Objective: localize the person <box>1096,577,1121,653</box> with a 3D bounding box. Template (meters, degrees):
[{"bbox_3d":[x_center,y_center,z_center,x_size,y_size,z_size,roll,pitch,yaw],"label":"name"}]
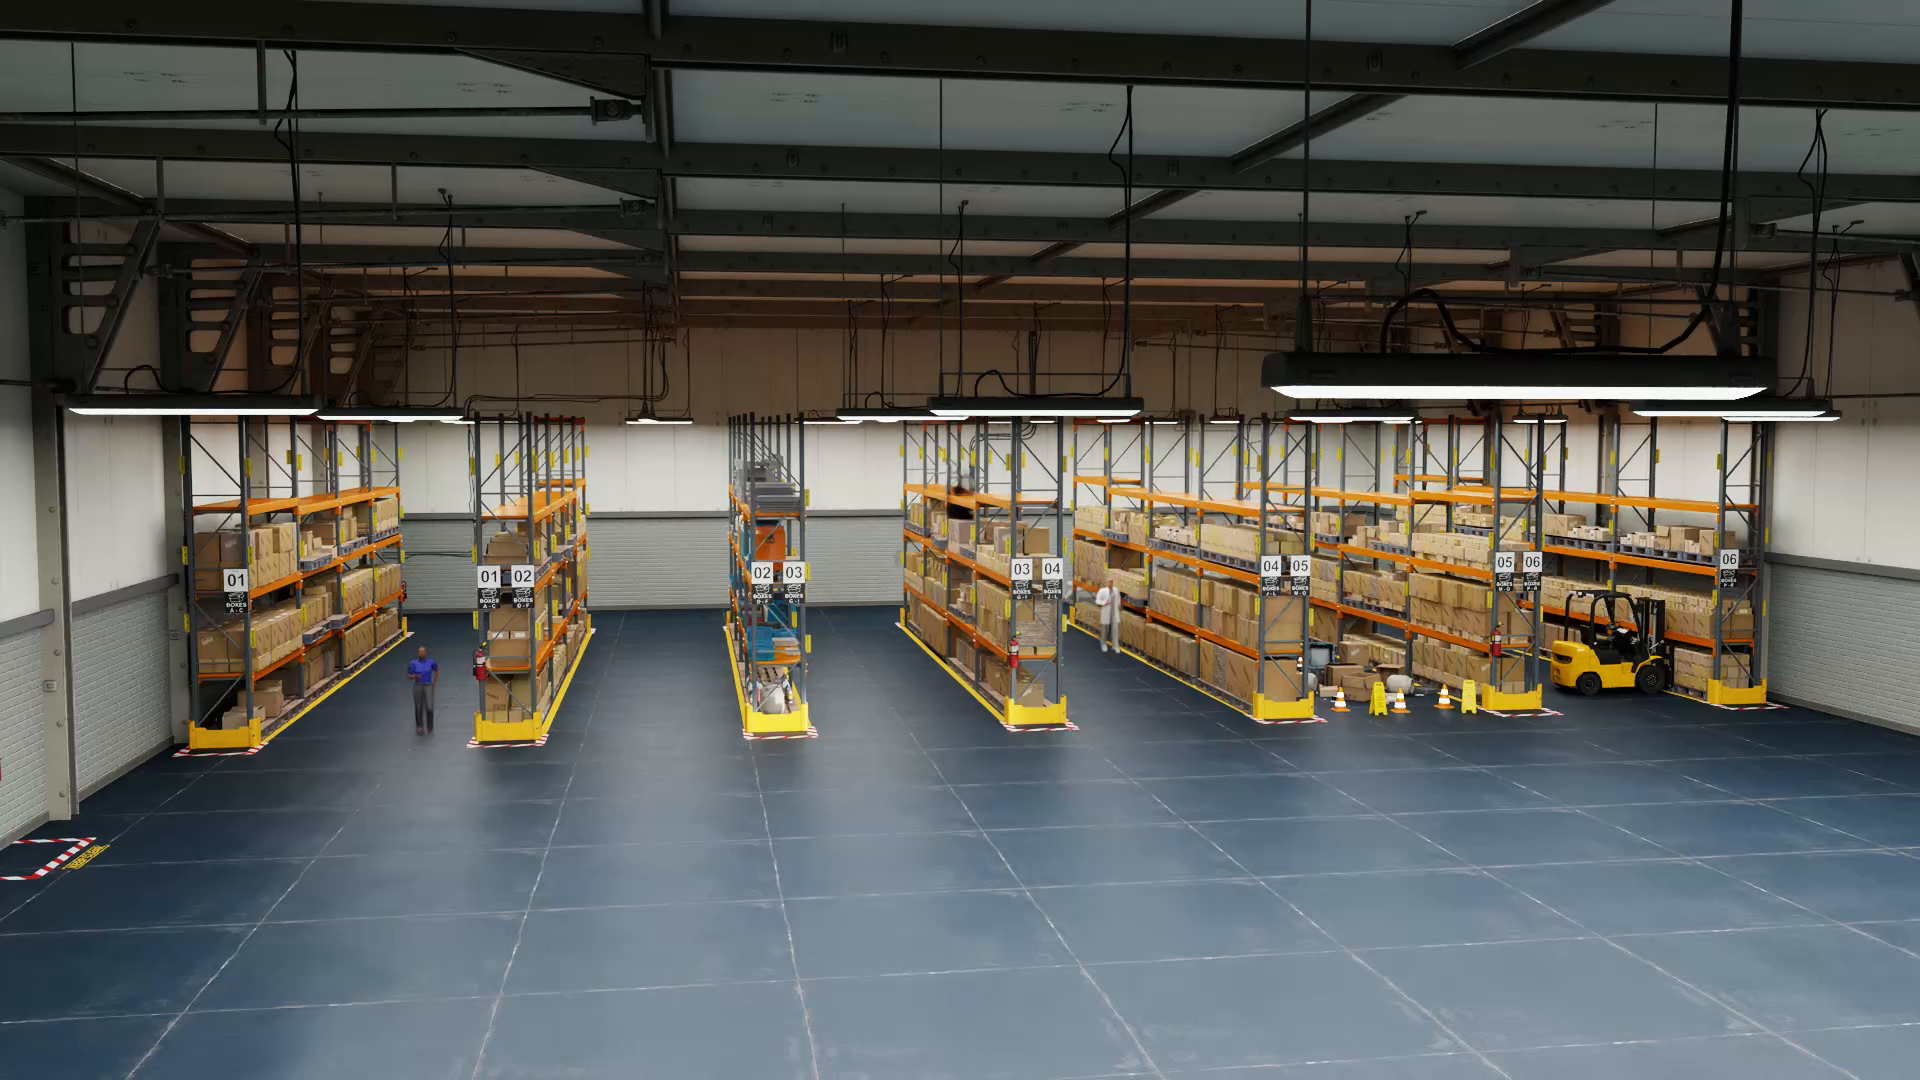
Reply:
[{"bbox_3d":[3.616,1.809,40.076,0.710,1.821,0.972,-1,4,-15],"label":"person"}]

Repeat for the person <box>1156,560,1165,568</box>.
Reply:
[{"bbox_3d":[6.146,1.470,50.196,0.894,1.744,0.589,-1,4,-9],"label":"person"}]

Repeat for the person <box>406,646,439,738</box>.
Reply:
[{"bbox_3d":[-9.928,2.822,30.749,0.578,1.739,0.666,-1,4,-17],"label":"person"}]

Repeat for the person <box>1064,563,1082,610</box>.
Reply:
[{"bbox_3d":[3.462,1.475,49.803,0.628,1.686,0.710,0,4,-7],"label":"person"}]
